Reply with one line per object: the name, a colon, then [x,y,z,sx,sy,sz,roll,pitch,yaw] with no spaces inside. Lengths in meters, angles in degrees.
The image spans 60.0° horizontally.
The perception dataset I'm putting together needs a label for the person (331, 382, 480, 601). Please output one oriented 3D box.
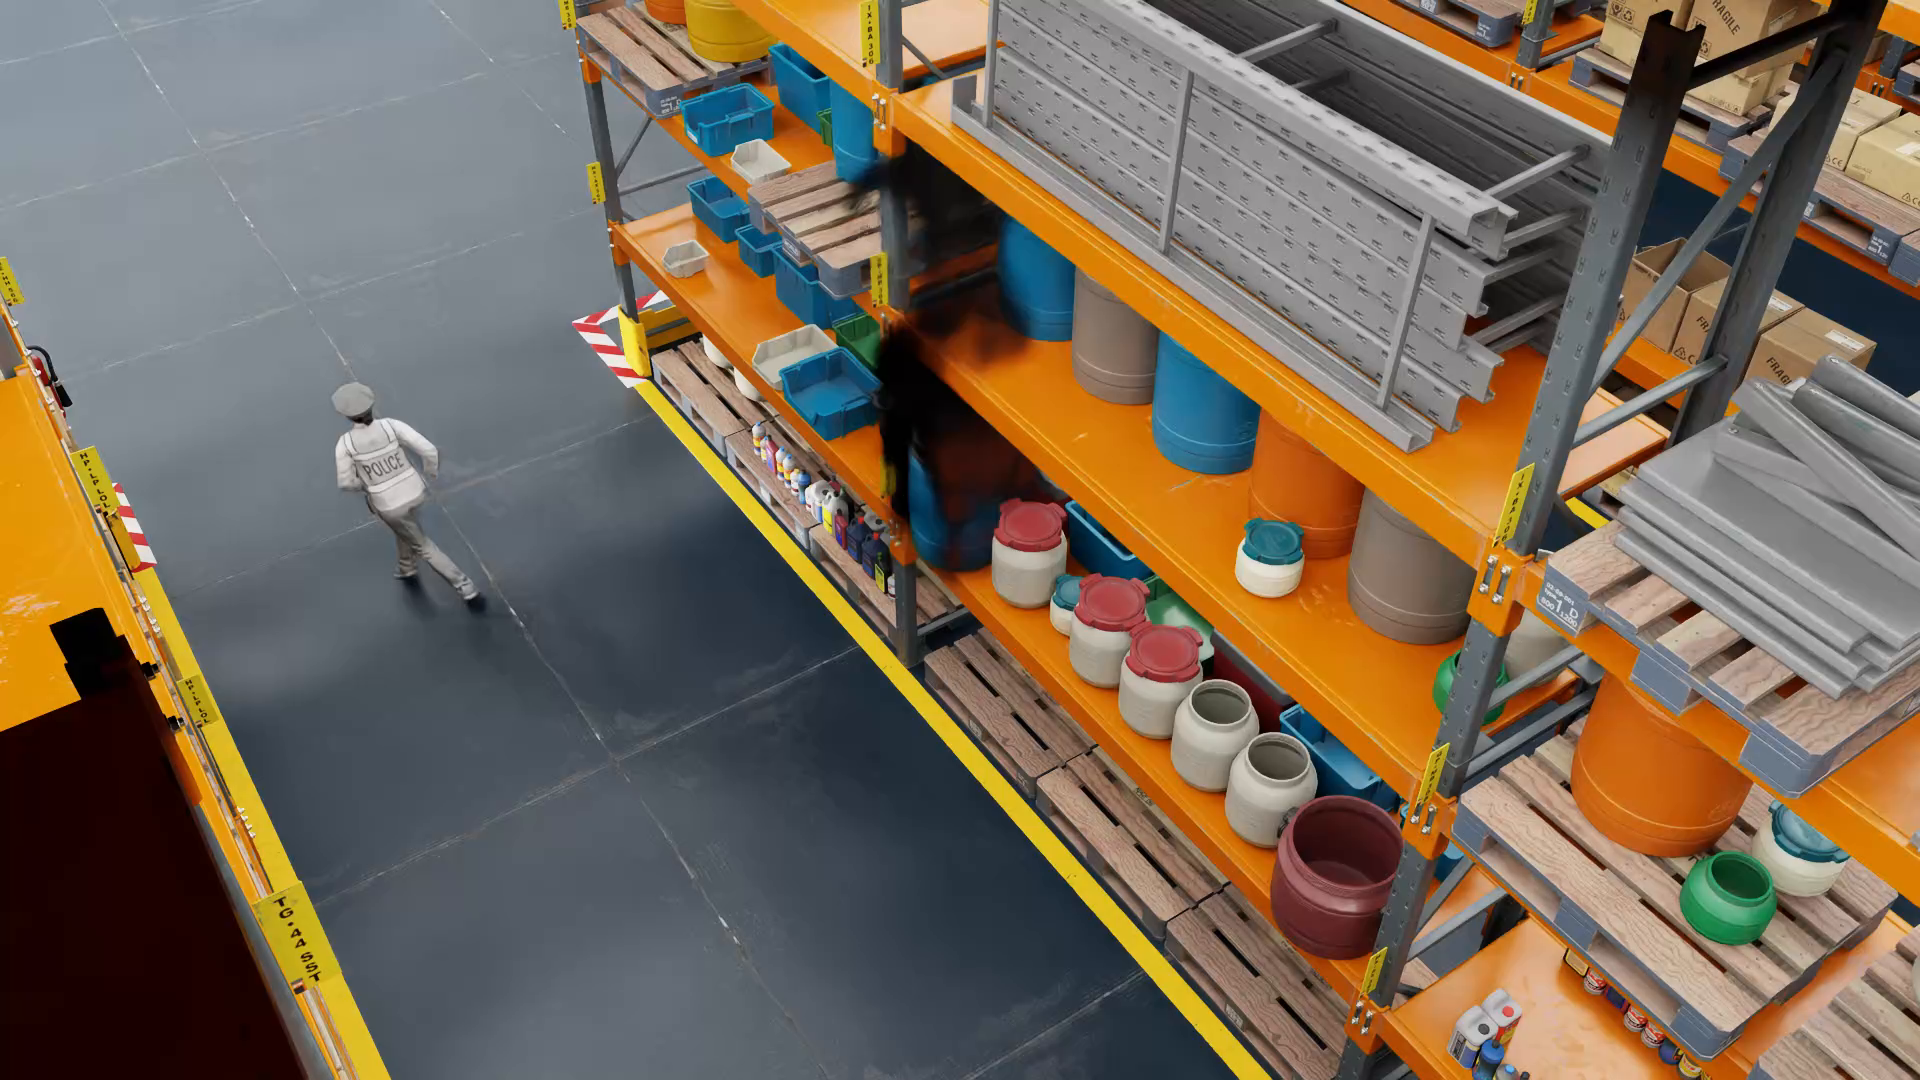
person: [-3.620,-0.215,10.842,0.784,1.624,0.619,33,52,30]
